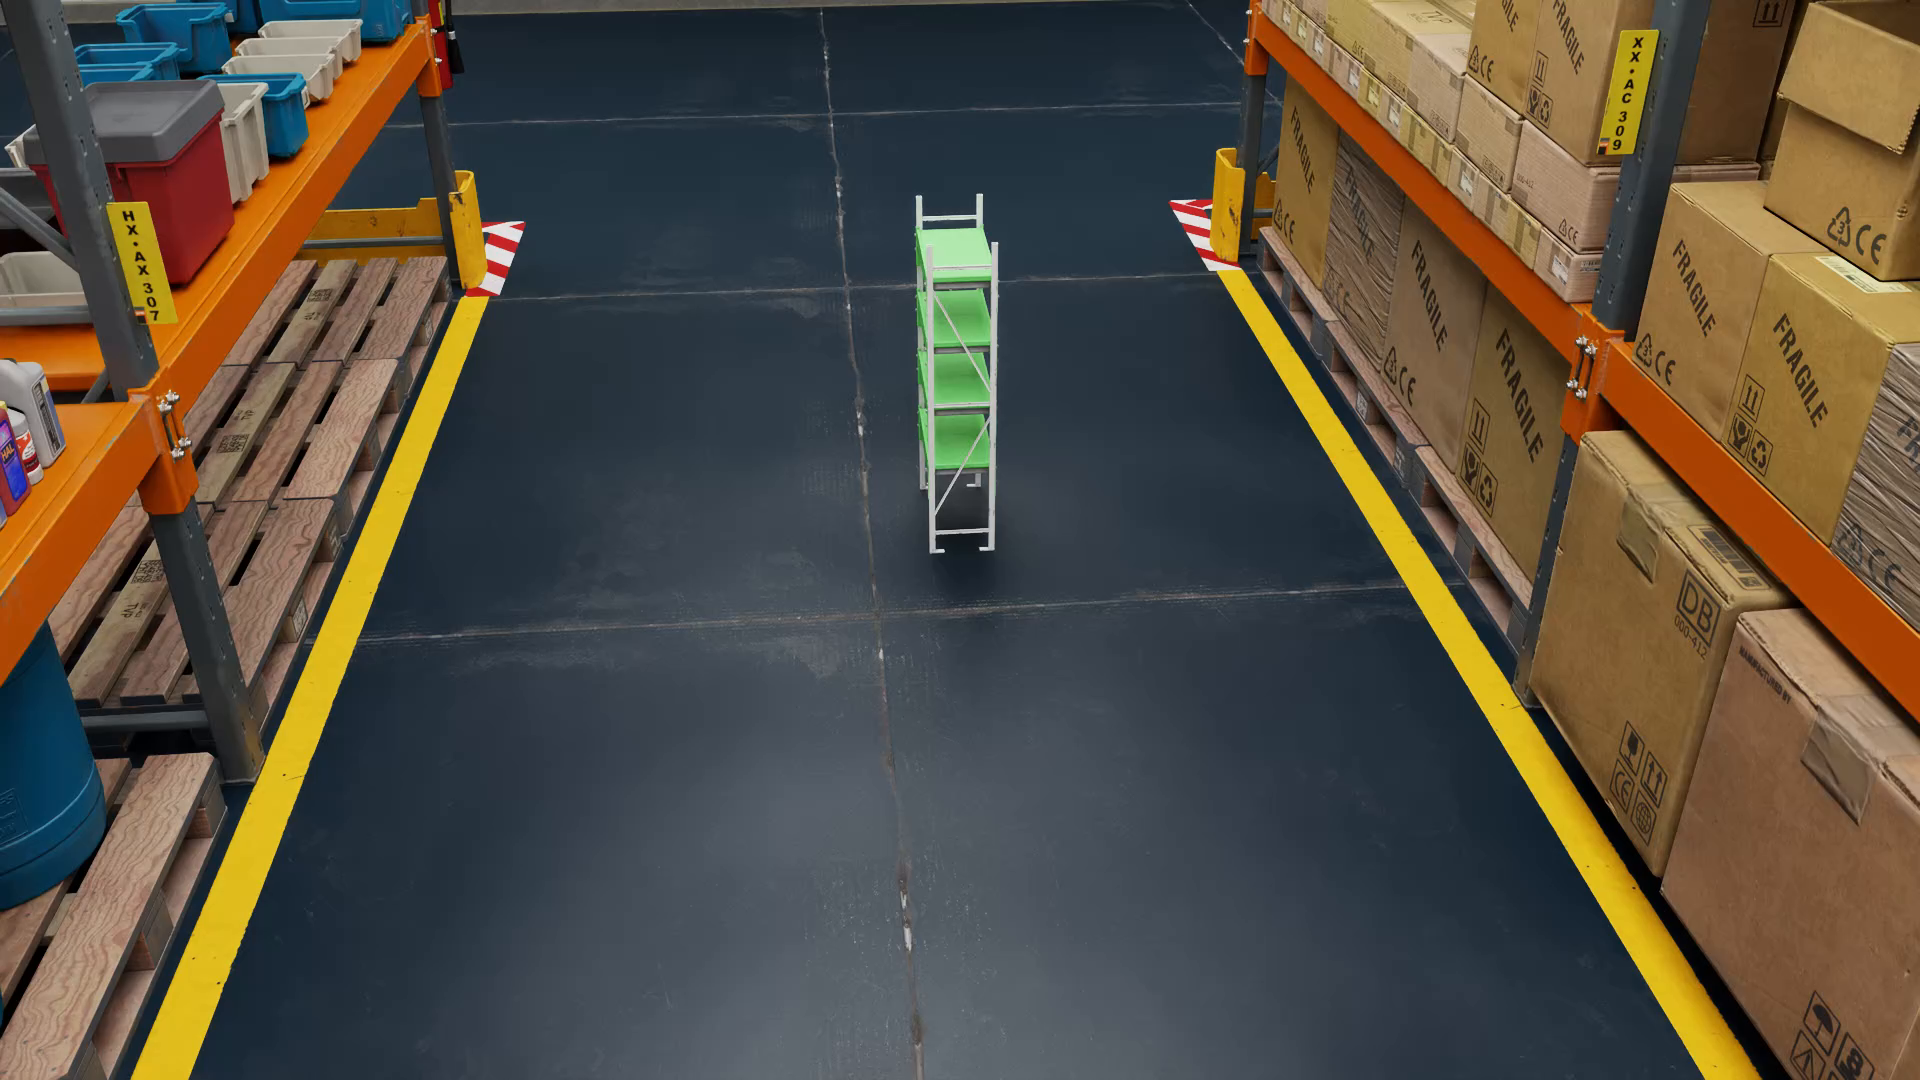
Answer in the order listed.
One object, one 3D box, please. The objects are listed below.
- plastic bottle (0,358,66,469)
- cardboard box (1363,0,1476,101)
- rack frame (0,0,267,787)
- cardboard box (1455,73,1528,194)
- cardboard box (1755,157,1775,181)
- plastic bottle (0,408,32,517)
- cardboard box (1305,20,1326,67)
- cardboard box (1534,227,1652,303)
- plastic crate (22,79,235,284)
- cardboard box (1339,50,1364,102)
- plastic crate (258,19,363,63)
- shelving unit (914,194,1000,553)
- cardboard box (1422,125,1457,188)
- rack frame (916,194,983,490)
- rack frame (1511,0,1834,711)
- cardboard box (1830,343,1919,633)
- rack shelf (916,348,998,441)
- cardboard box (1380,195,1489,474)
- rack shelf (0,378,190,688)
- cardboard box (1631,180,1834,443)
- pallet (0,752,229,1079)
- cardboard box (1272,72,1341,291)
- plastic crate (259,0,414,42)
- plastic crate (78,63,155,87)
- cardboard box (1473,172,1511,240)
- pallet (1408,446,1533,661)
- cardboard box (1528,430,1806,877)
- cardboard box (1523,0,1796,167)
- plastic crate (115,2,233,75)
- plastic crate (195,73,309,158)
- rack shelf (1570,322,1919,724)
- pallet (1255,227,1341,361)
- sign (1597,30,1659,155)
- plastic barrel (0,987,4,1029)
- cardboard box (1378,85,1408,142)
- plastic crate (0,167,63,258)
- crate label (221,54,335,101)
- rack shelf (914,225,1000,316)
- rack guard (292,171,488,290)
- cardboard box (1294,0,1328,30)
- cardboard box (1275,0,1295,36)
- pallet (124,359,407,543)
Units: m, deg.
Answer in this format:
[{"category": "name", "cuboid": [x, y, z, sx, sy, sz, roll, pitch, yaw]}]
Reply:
[{"category": "plastic bottle", "cuboid": [-2.268, -0.318, 3.978, 0.152, 0.276, 0.135, -3, 31, -5]}, {"category": "cardboard box", "cuboid": [1.860, -1.854, 6.285, 0.500, 0.250, 0.500, -3, 31, -6]}, {"category": "rack frame", "cuboid": [-2.627, -0.557, 4.257, 1.000, 3.000, 0.127, -3, 31, -5]}, {"category": "cardboard box", "cuboid": [1.951, -1.335, 5.415, 0.500, 0.250, 0.500, -2, 31, -3]}, {"category": "cardboard box", "cuboid": [2.522, -1.110, 5.039, 0.500, 0.250, 0.500, -3, 31, -5]}, {"category": "plastic bottle", "cuboid": [-2.201, -0.205, 3.782, 0.061, 0.283, 0.133, -3, 31, -5]}, {"category": "cardboard box", "cuboid": [1.711, -2.137, 7.147, 0.380, 0.149, 0.250, -3, 31, -5]}, {"category": "cardboard box", "cuboid": [1.950, -0.826, 4.953, 0.380, 0.149, 0.250, -3, 31, -4]}, {"category": "plastic crate", "cuboid": [-2.460, -1.078, 5.009, 0.402, 0.464, 0.583, -3, 31, -5]}, {"category": "cardboard box", "cuboid": [1.758, -1.875, 6.709, 0.380, 0.149, 0.250, -3, 31, -5]}, {"category": "plastic crate", "cuboid": [-2.744, -2.104, 7.046, 0.396, 0.136, 0.243, -3, 31, -5]}, {"category": "shelving unit", "cuboid": [-0.015, -0.600, 6.084, 0.258, 1.200, 0.503, -3, 31, -5]}, {"category": "cardboard box", "cuboid": [1.854, -1.352, 5.833, 0.380, 0.149, 0.250, -2, 31, -4]}, {"category": "rack frame", "cuboid": [-0.038, -0.724, 6.292, 0.240, 1.200, 0.015, -3, 31, -5]}, {"category": "rack frame", "cuboid": [2.305, -0.794, 4.655, 1.000, 3.000, 0.127, -3, 31, -5]}, {"category": "cardboard box", "cuboid": [2.193, -0.078, 3.358, 0.500, 0.500, 0.500, -3, 31, -6]}, {"category": "rack shelf", "cuboid": [-0.015, -0.545, 6.117, 0.258, 0.148, 0.480, -3, 31, -5]}, {"category": "cardboard box", "cuboid": [2.239, -0.863, 6.432, 0.875, 0.875, 0.875, -3, 31, -5]}, {"category": "rack shelf", "cuboid": [-2.440, 0.773, 2.732, 1.077, 0.370, 4.000, -3, 31, -5]}, {"category": "cardboard box", "cuboid": [2.099, -0.590, 4.216, 0.500, 0.500, 0.500, -3, 31, -4]}, {"category": "pallet", "cuboid": [-2.596, 1.036, 4.310, 1.003, 0.211, 1.213, -3, 31, -5]}, {"category": "cardboard box", "cuboid": [2.070, -1.782, 7.970, 0.875, 0.875, 0.875, -3, 31, -5]}, {"category": "plastic crate", "cuboid": [-2.783, -2.478, 7.381, 0.616, 0.435, 0.499, -3, 31, -5]}, {"category": "plastic crate", "cuboid": [-3.154, -1.586, 6.085, 0.416, 0.233, 0.300, -3, 31, -5]}, {"category": "cardboard box", "cuboid": [1.902, -1.089, 5.393, 0.380, 0.149, 0.250, -3, 31, -5]}, {"category": "pallet", "cuboid": [2.312, 0.011, 6.026, 1.003, 0.211, 1.213, -3, 31, -5]}, {"category": "cardboard box", "cuboid": [2.384, 0.263, 4.546, 1.225, 0.875, 0.875, -3, 31, -4]}, {"category": "cardboard box", "cuboid": [1.996, -1.401, 4.796, 0.500, 0.500, 0.500, -2, 31, -3]}, {"category": "plastic crate", "cuboid": [-3.243, -2.075, 6.904, 0.416, 0.233, 0.300, -3, 31, -5]}, {"category": "plastic crate", "cuboid": [-2.553, -1.517, 5.969, 0.416, 0.233, 0.300, -3, 31, -5]}, {"category": "rack shelf", "cuboid": [2.492, 0.536, 3.130, 1.077, 0.370, 4.000, -3, 31, -5]}, {"category": "pallet", "cuboid": [2.084, -1.235, 8.112, 1.003, 0.211, 1.213, -3, 31, -5]}, {"category": "sign", "cuboid": [1.752, -1.173, 4.367, 0.100, 0.325, 0.005, -3, 31, -5]}, {"category": "plastic barrel", "cuboid": [-2.526, 0.804, 3.616, 0.600, 0.901, 0.708, -3, 31, -5]}, {"category": "cardboard box", "cuboid": [1.807, -1.613, 6.269, 0.380, 0.149, 0.250, -2, 31, -4]}, {"category": "plastic crate", "cuboid": [-2.999, -1.023, 5.248, 0.437, 0.125, 0.590, -3, 31, -5]}, {"category": "crate label", "cuboid": [-2.681, -1.814, 6.561, 0.396, 0.136, 0.243, -3, 31, -5]}, {"category": "rack shelf", "cuboid": [-0.015, -0.957, 5.870, 0.258, 0.148, 0.480, -3, 31, -5]}, {"category": "rack guard", "cuboid": [-3.015, -1.538, 8.337, 1.175, 0.500, 0.348, -3, 31, -5]}, {"category": "cardboard box", "cuboid": [1.762, -2.377, 7.160, 0.500, 0.250, 0.500, -3, 31, -5]}, {"category": "cardboard box", "cuboid": [1.661, -2.401, 7.589, 0.380, 0.149, 0.250, -3, 31, -5]}, {"category": "pallet", "cuboid": [-2.851, -0.358, 6.643, 1.003, 0.211, 1.213, -3, 31, -5]}]
